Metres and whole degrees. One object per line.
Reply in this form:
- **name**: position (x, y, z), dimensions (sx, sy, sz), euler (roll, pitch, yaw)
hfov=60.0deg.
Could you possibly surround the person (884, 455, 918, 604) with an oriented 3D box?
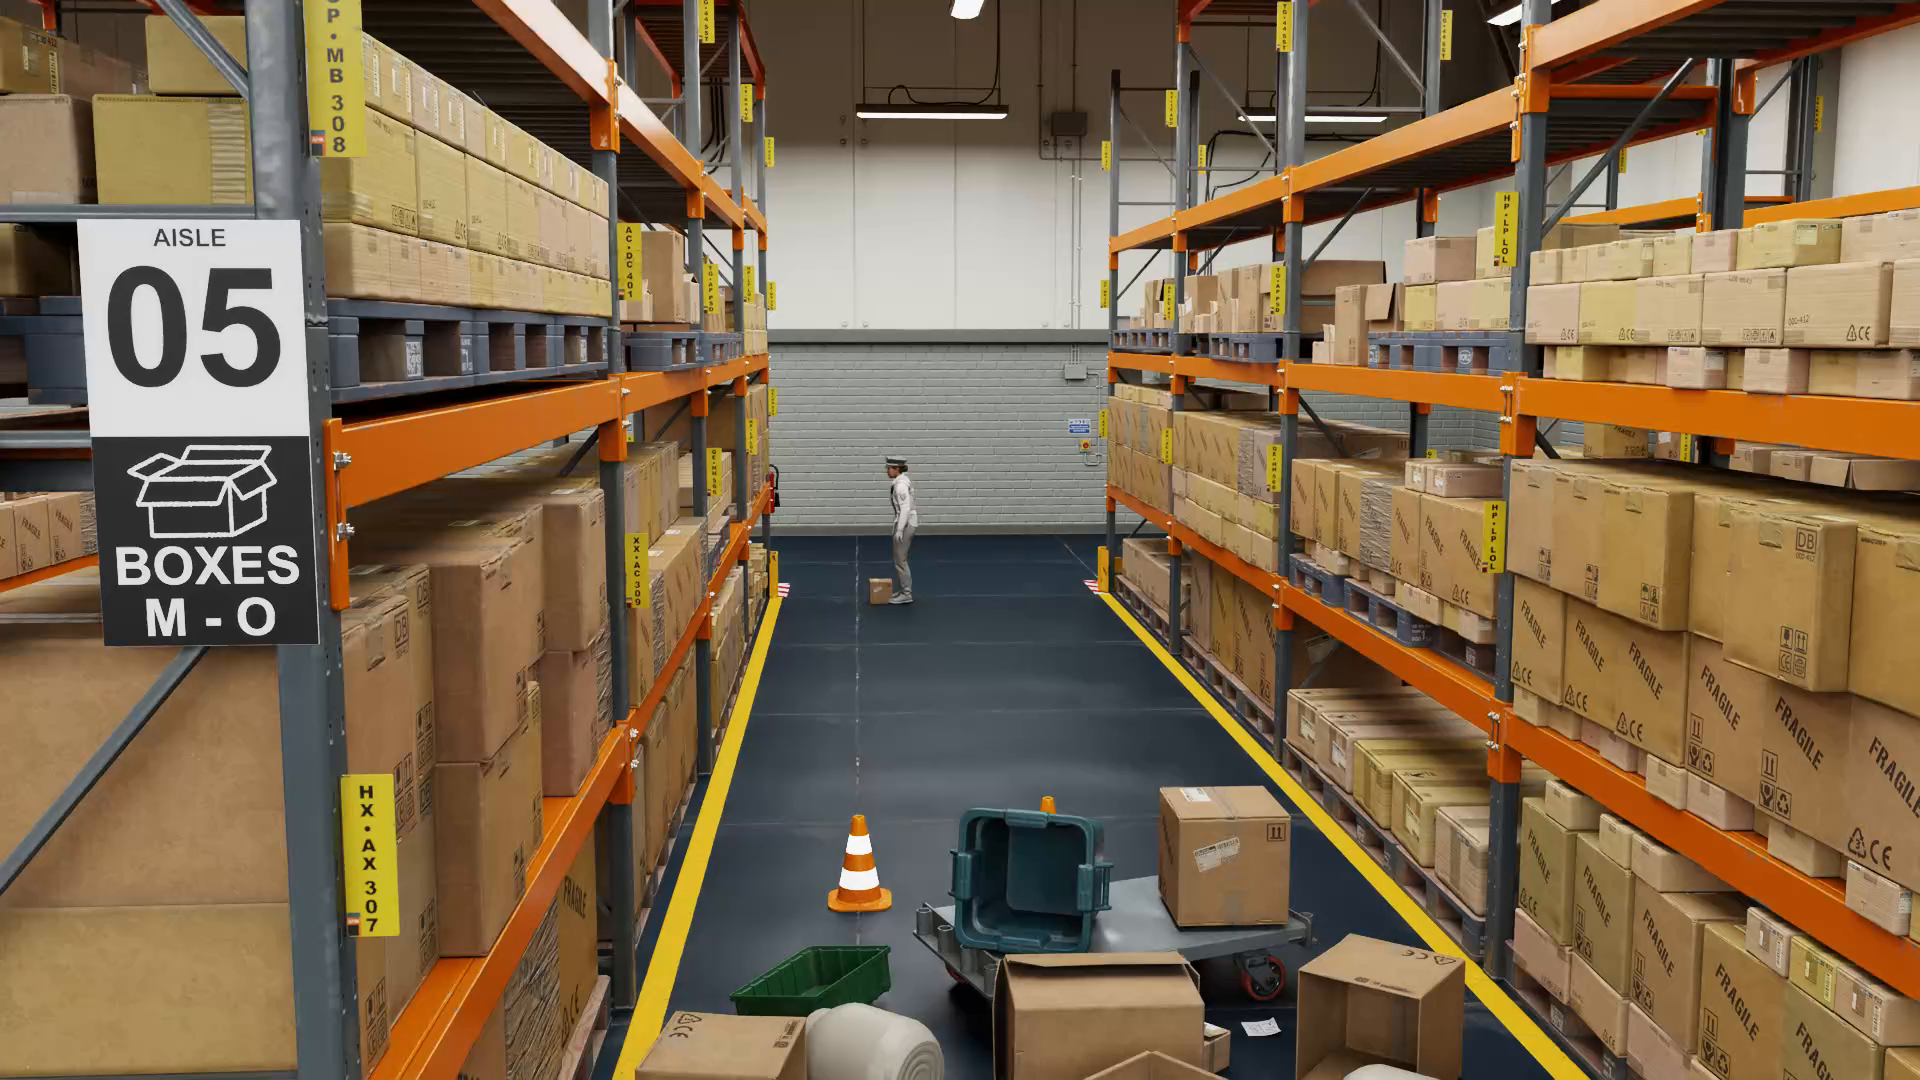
- **person**: position (-0.663, -0.124, 18.752), dimensions (0.378, 1.663, 0.531), euler (-1, 7, -4)
